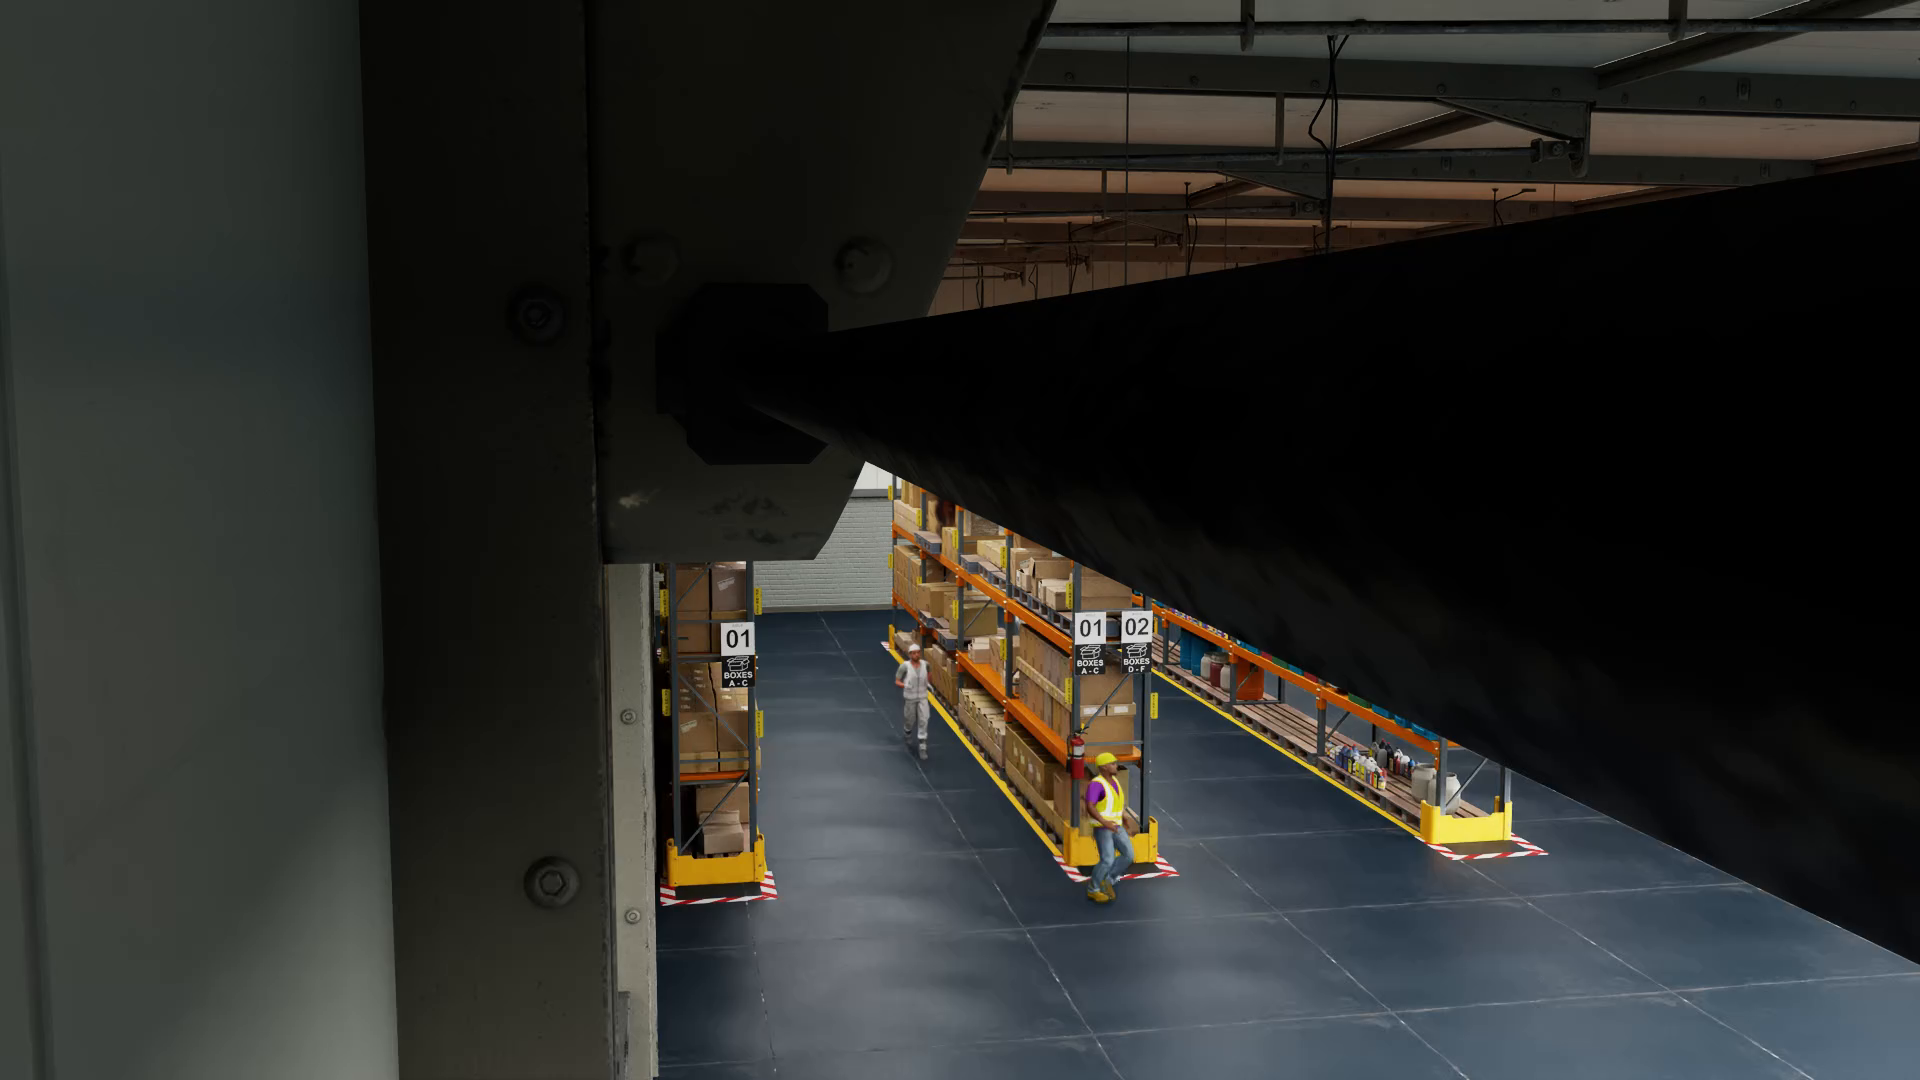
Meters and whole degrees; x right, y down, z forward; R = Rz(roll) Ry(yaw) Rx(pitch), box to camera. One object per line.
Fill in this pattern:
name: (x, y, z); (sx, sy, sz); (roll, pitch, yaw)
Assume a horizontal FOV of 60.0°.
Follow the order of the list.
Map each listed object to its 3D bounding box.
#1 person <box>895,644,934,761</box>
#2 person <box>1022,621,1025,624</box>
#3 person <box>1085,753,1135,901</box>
person: (-0.713, 2.551, 26.607); (0.653, 1.799, 0.947); (-2, 6, -15)
person: (1.554, 1.789, 34.126); (0.594, 1.728, 0.838); (-2, 7, -22)
person: (1.780, 3.374, 19.563); (0.595, 1.720, 0.761); (5, 8, 40)
